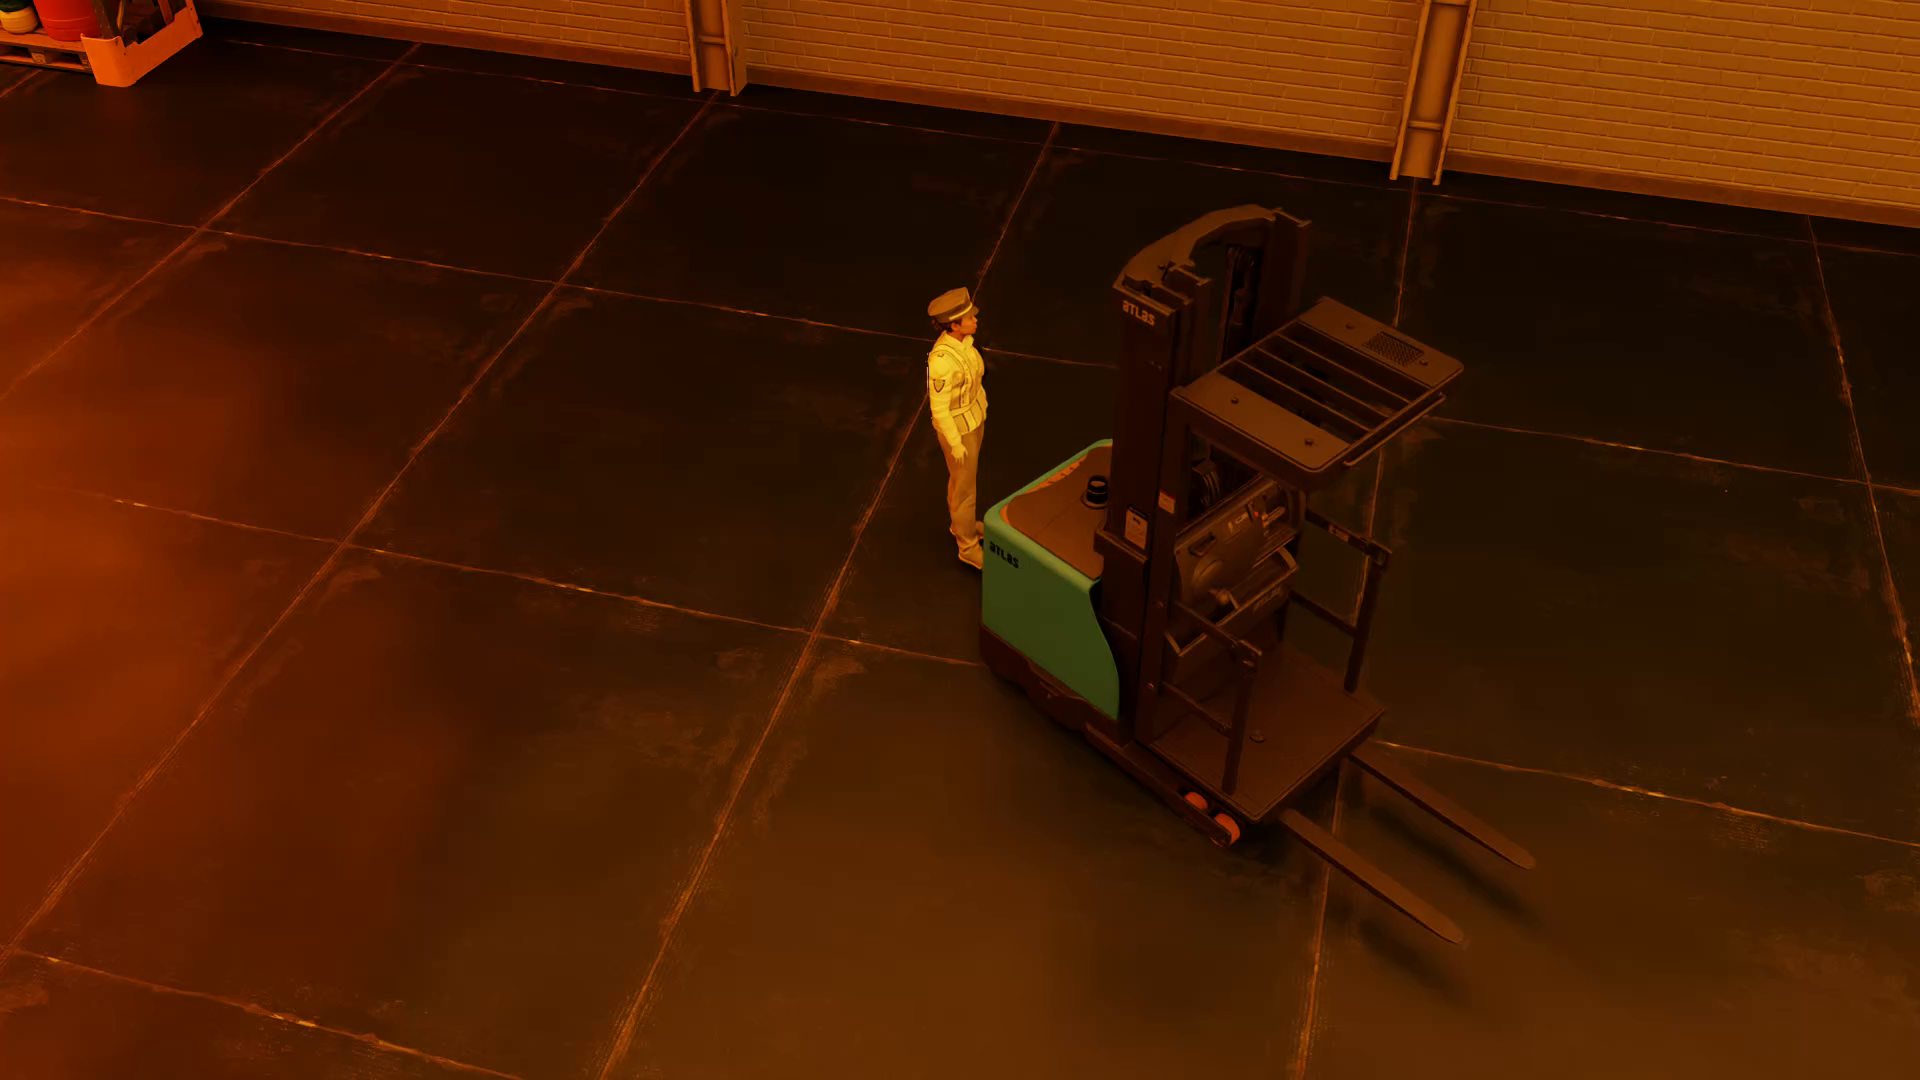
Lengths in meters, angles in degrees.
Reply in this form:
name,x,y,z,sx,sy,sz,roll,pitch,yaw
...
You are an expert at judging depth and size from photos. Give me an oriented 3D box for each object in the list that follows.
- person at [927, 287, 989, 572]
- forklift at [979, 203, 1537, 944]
name,x,y,z,sx,sy,sz,roll,pitch,yaw
person,0.071,-0.658,9.485,0.525,1.695,0.600,10,42,11
forklift,1.484,0.047,7.808,1.130,2.935,3.031,-32,50,-31
